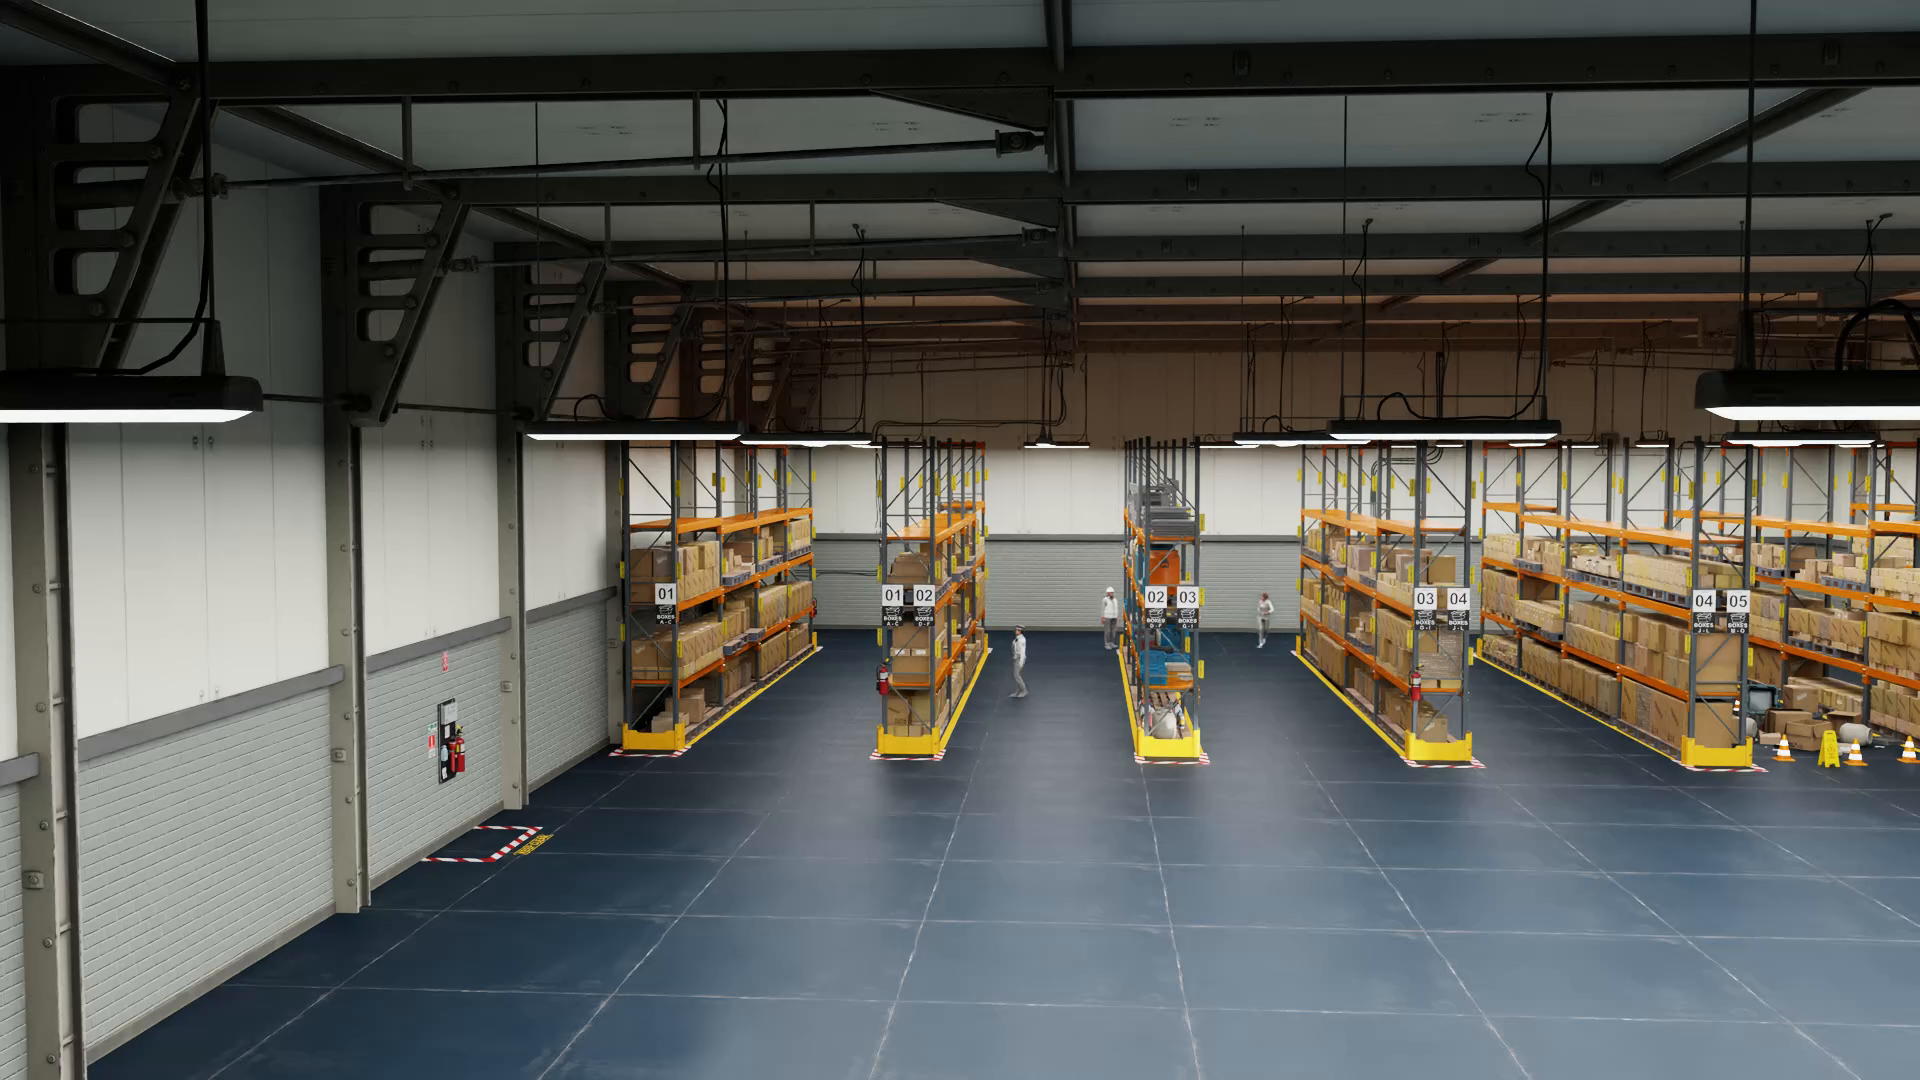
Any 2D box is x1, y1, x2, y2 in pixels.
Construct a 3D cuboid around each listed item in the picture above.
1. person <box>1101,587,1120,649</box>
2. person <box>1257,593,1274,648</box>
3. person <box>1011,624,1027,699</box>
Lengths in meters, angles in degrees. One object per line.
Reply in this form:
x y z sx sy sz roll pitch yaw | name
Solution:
4.370 2.261 48.193 0.578 1.786 0.376 -2 4 -30 | person
8.959 2.335 48.792 0.457 1.601 0.751 0 3 8 | person
1.365 2.812 38.688 0.344 1.702 0.519 -1 3 -9 | person
